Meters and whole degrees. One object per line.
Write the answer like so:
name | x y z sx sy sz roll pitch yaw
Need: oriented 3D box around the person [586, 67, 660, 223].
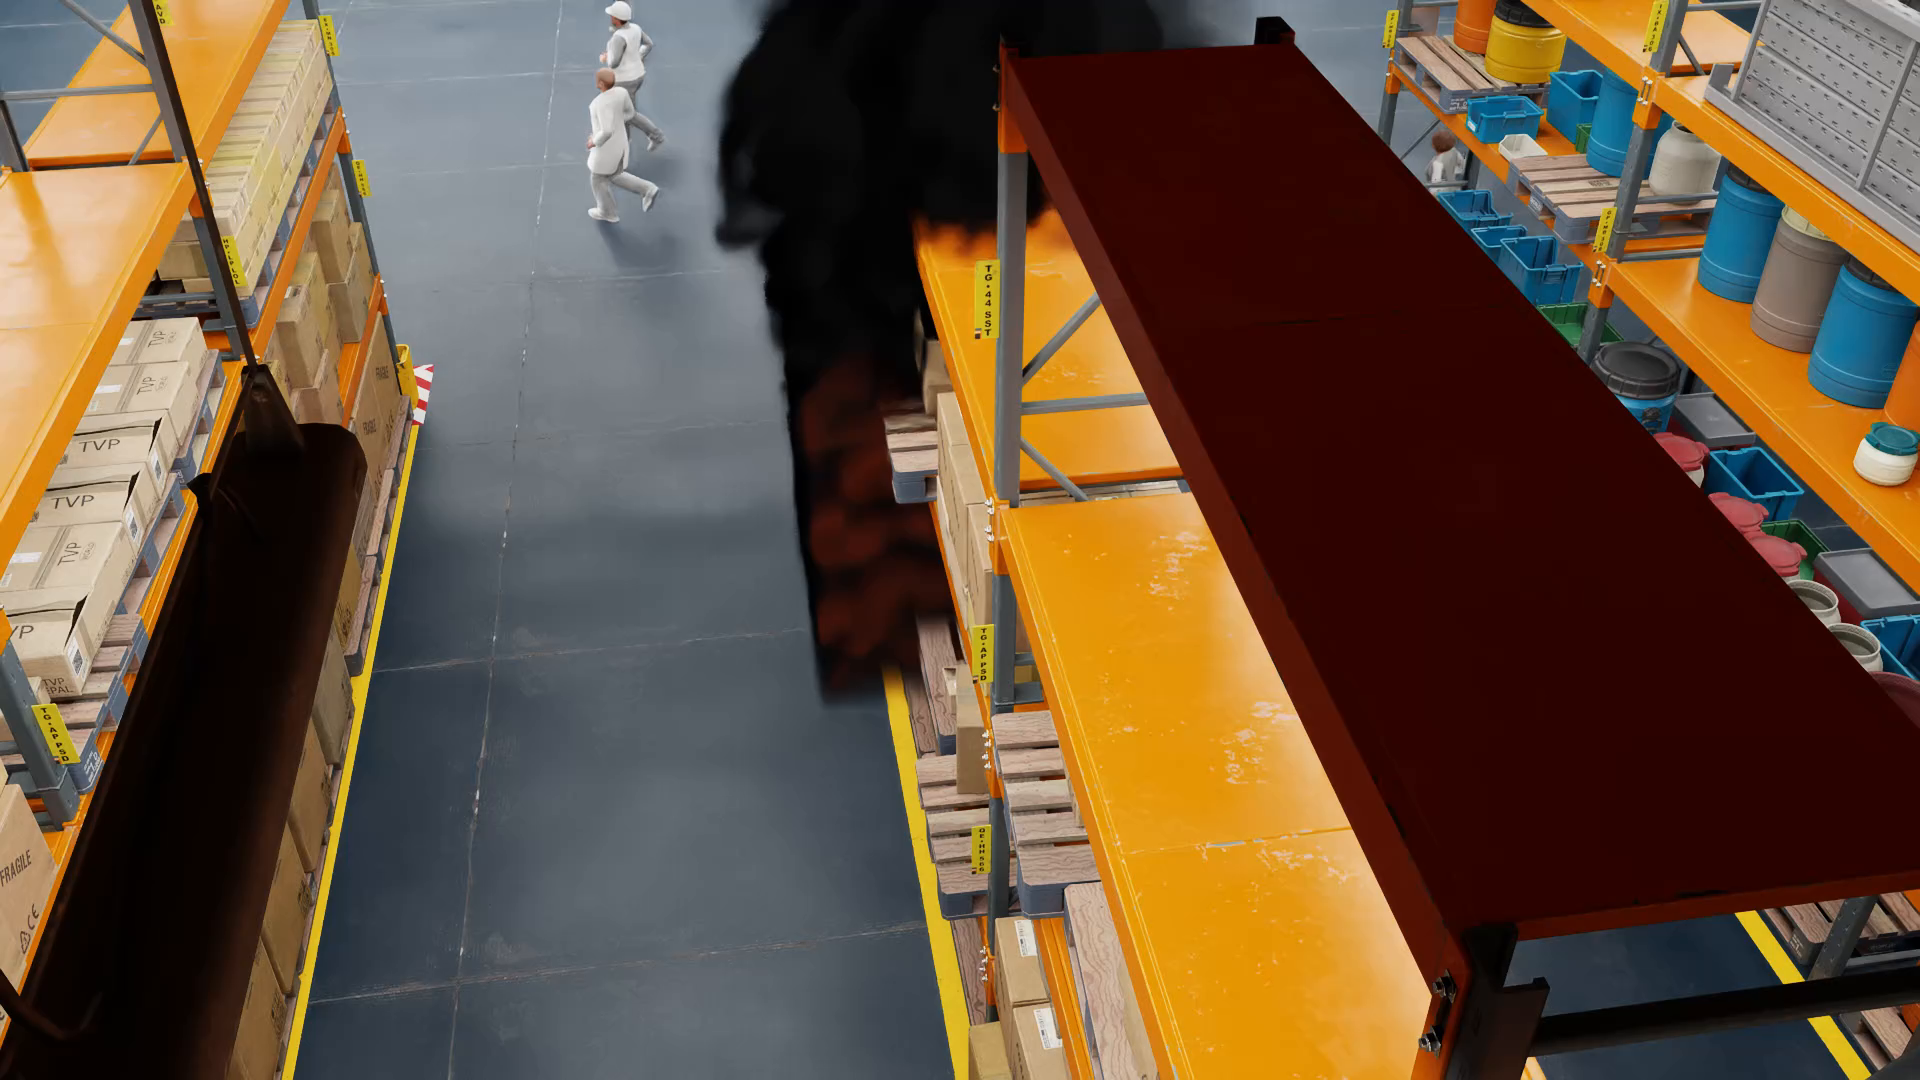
person | -3.674 -4.155 17.641 0.888 1.750 0.710 13 38 17

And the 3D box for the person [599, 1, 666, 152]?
person | -3.835 -5.345 19.214 0.844 1.761 0.671 10 38 14

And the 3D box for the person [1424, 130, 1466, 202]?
person | 4.922 -3.440 16.872 0.559 1.504 0.597 27 44 32
